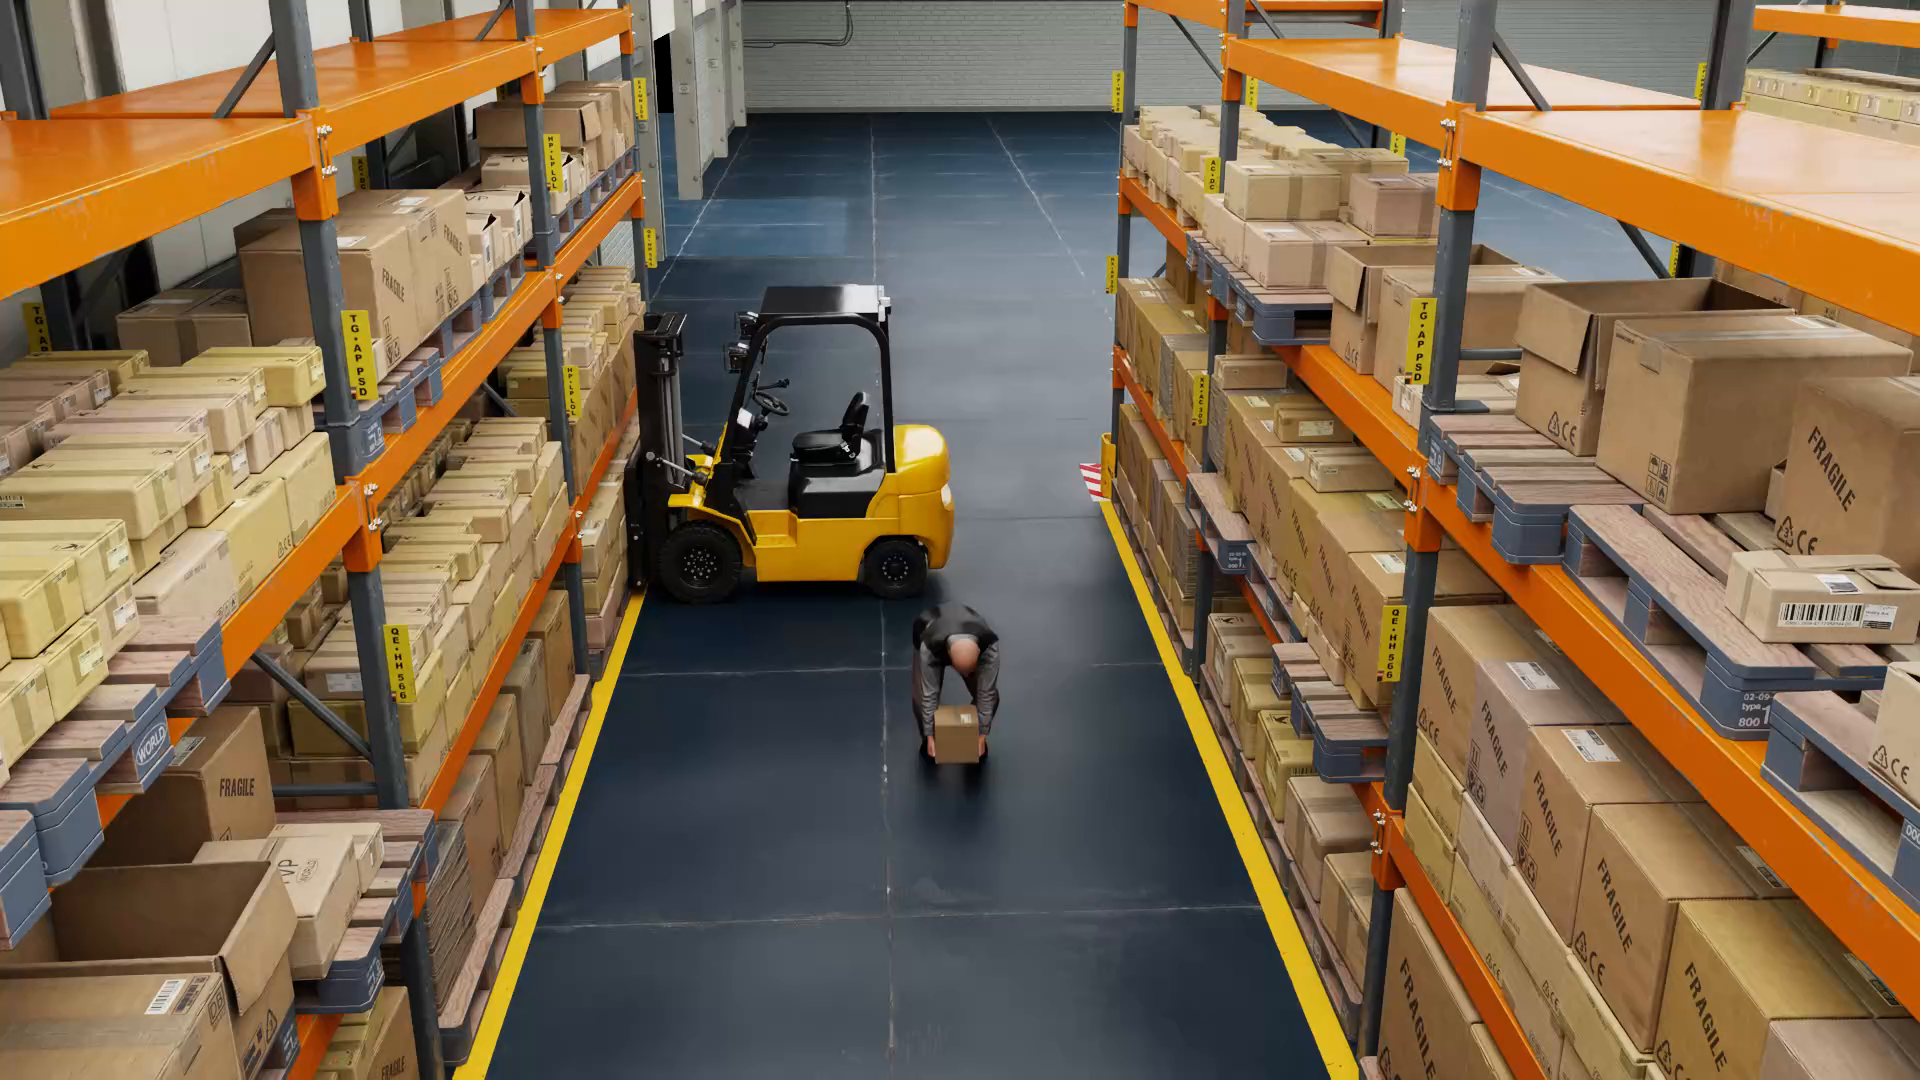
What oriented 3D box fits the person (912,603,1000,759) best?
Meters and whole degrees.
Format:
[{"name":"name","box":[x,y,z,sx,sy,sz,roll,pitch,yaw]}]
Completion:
[{"name":"person","box":[-0.025,0.872,9.839,0.520,0.969,0.938,-2,20,-5]}]
